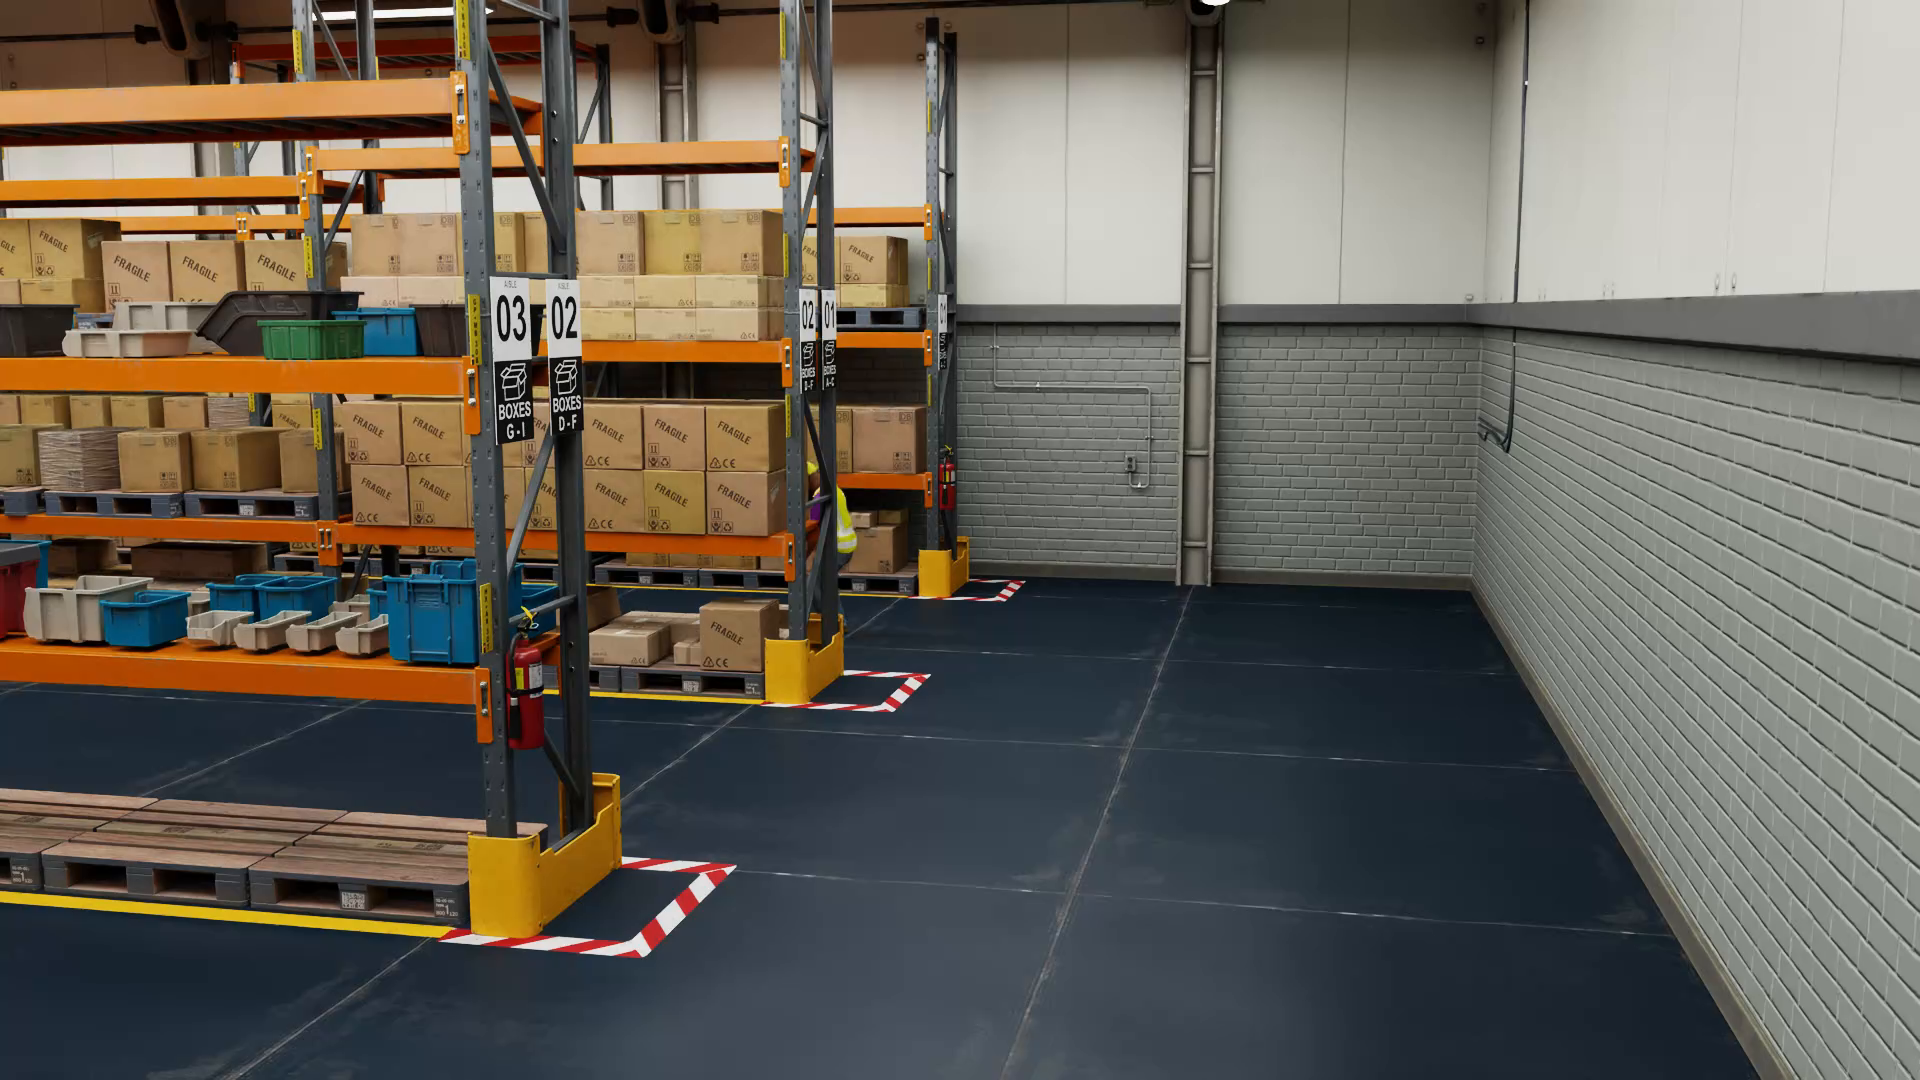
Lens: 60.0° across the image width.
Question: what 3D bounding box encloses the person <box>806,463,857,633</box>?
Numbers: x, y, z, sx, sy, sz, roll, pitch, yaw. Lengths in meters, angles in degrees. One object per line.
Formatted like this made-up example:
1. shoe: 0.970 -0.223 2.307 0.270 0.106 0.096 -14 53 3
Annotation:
1. person: -1.272 0.092 15.555 0.576 1.633 0.613 2 8 12
